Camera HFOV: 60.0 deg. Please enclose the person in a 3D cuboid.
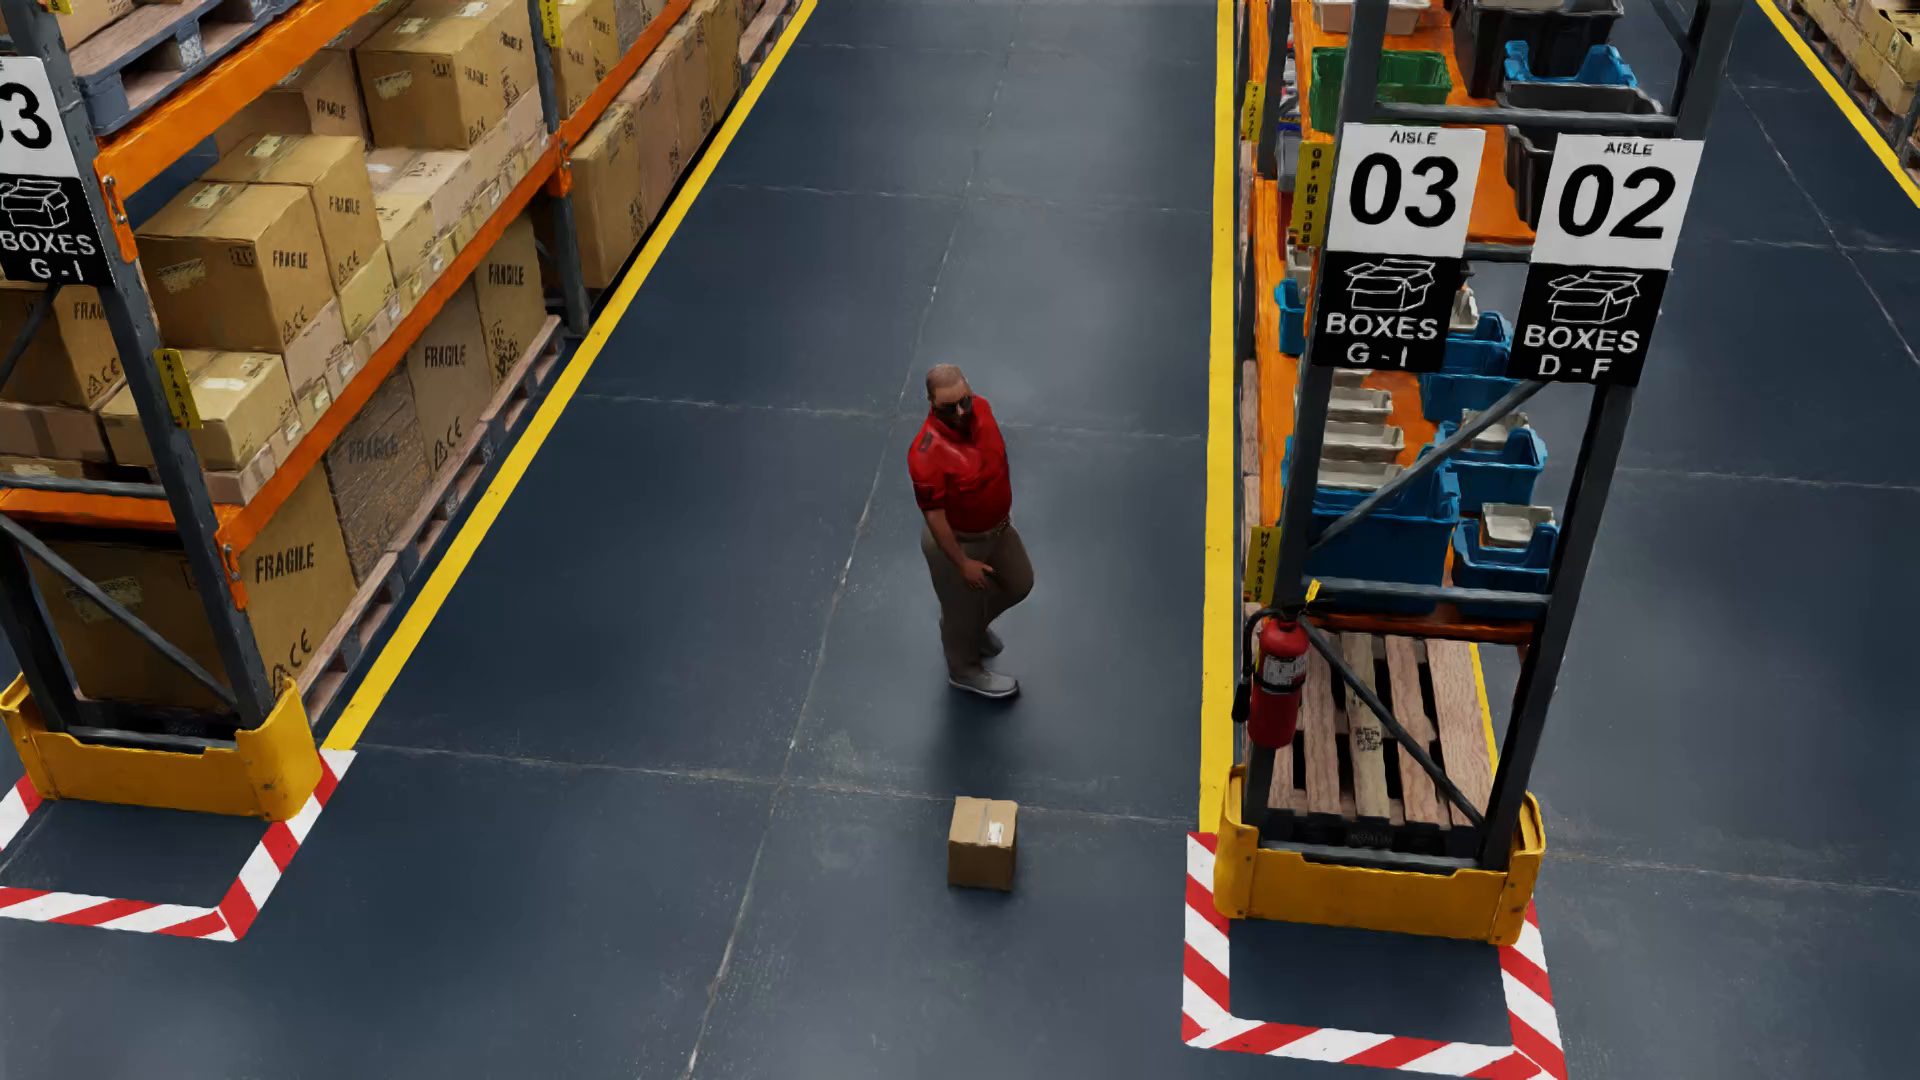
[{"bbox_3d":[0.051,-0.023,7.100,0.433,1.738,0.648,19,40,24],"label":"person"}]
